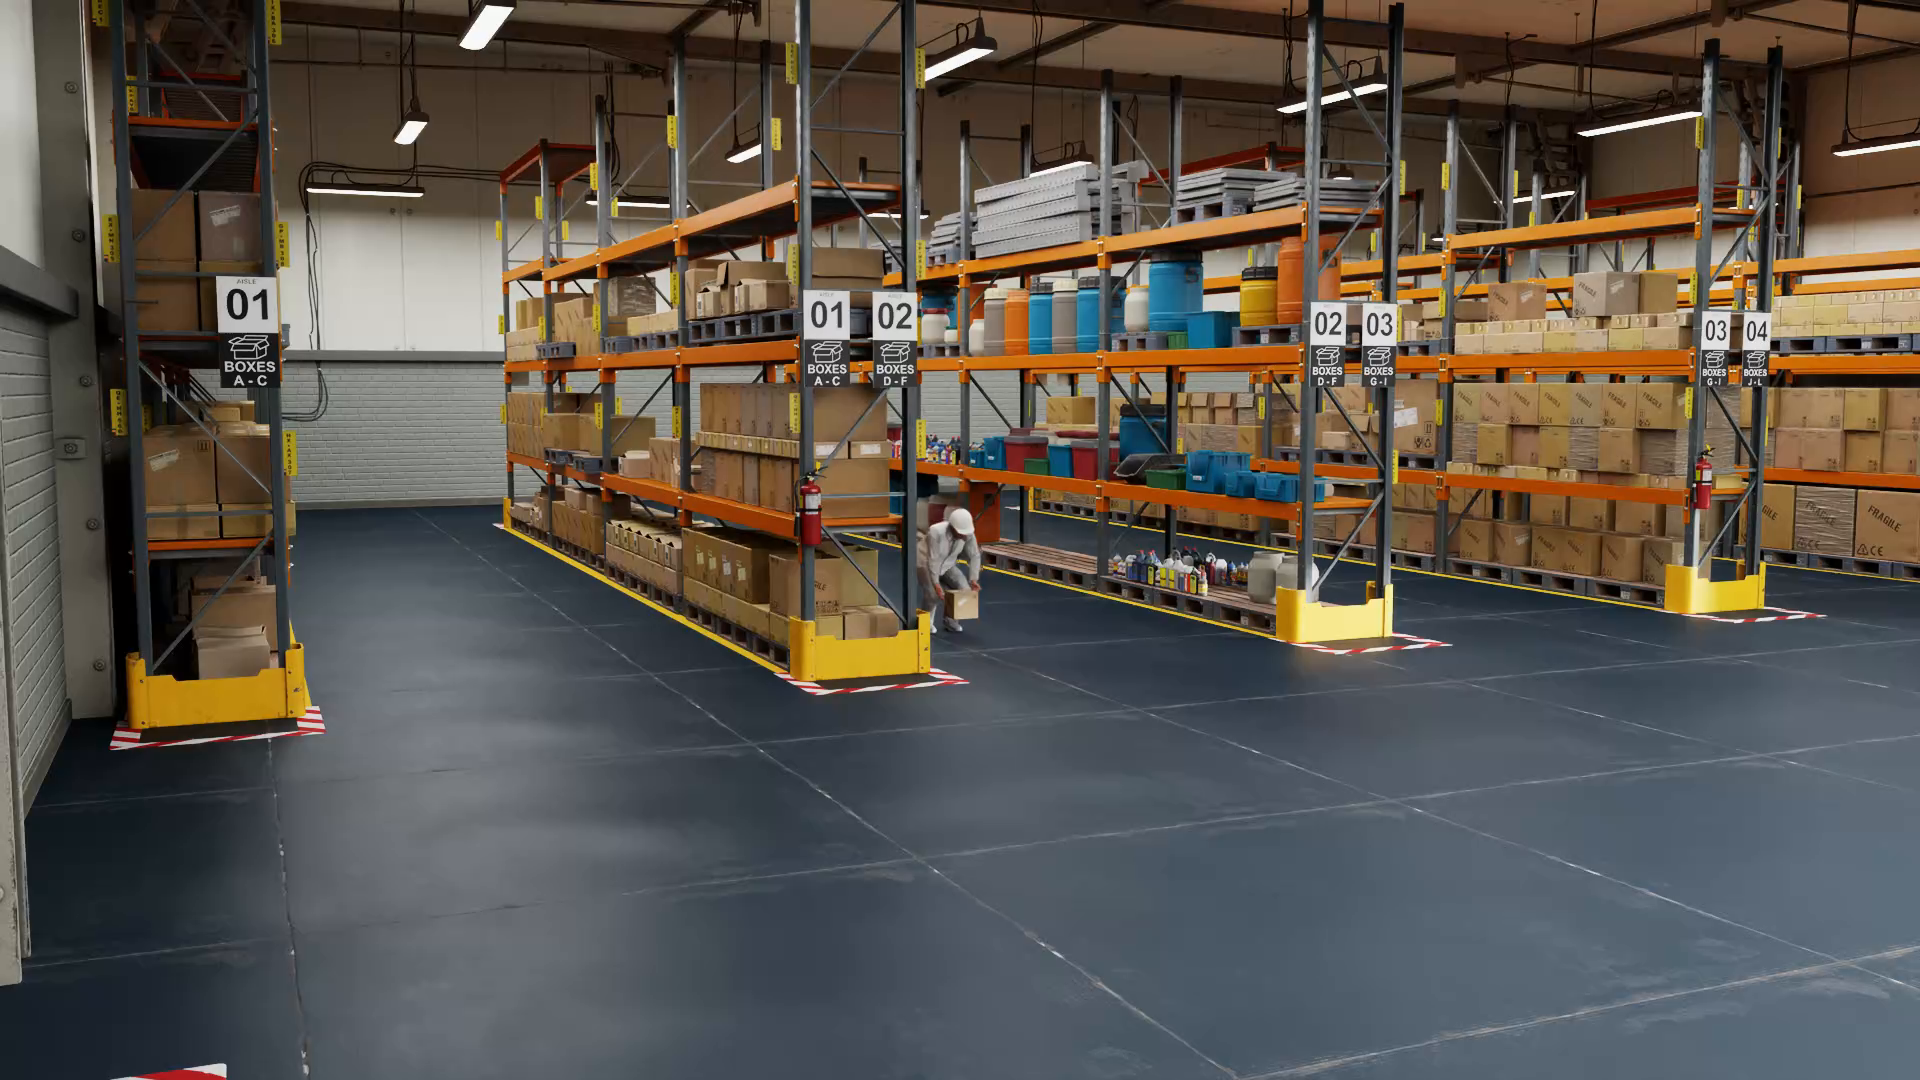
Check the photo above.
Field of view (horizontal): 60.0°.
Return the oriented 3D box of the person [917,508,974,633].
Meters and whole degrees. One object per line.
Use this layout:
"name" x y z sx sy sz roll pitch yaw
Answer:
"person" -0.144 0.291 16.331 0.474 1.249 0.837 -2 6 -24
